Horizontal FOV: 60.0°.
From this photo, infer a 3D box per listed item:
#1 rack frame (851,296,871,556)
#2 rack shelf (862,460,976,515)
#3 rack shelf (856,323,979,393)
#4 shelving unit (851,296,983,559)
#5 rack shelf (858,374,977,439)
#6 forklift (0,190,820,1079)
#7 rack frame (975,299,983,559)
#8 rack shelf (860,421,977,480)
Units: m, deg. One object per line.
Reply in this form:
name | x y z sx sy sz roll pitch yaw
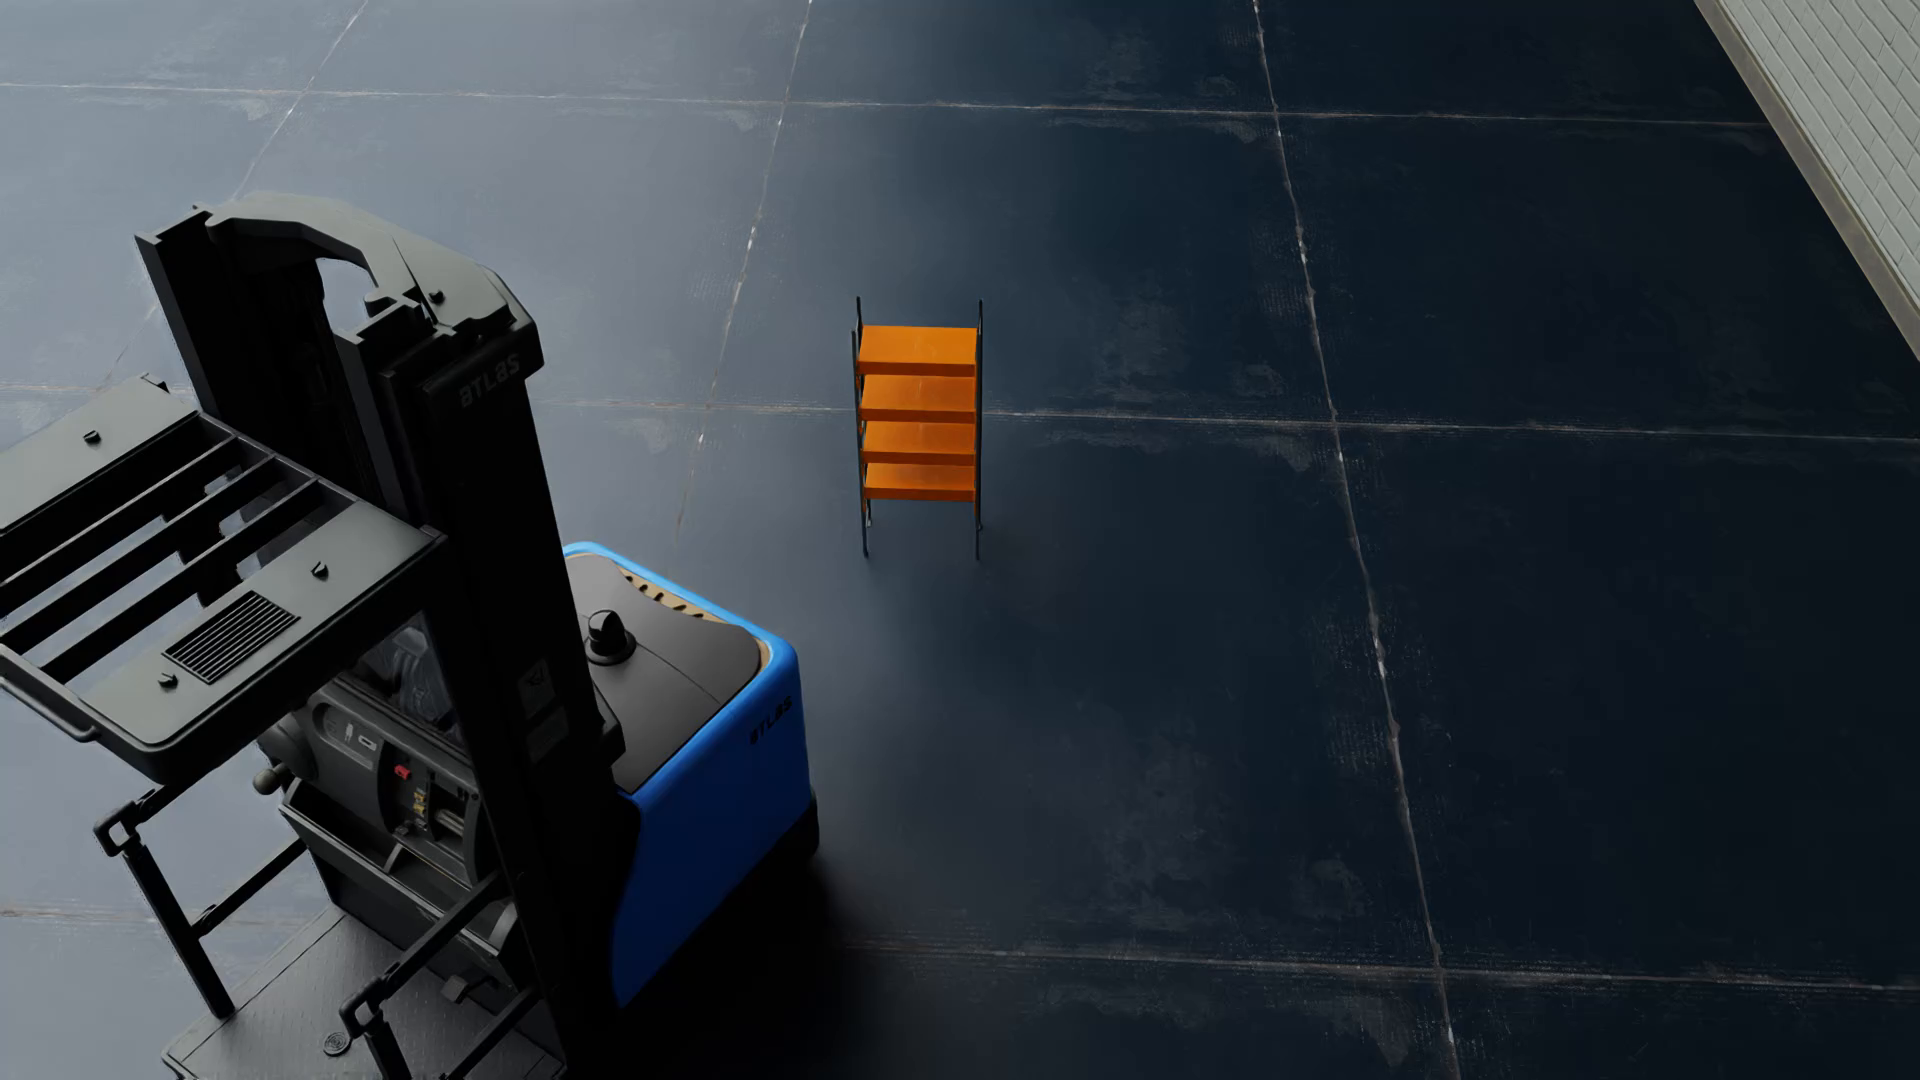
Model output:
rack frame | -0.409 -0.452 6.940 0.015 1.200 0.240 2 43 2
rack shelf | -0.165 -0.250 7.113 0.480 0.148 0.258 2 43 2
rack shelf | -0.165 -0.732 6.664 0.480 0.148 0.258 2 43 2
shelving unit | -0.165 -0.444 6.932 0.503 1.200 0.258 2 43 2
rack shelf | -0.165 -0.559 6.825 0.480 0.148 0.258 2 43 2
forklift | -1.754 0.709 4.424 1.130 2.935 3.031 25 48 24
rack frame | 0.078 -0.437 6.924 0.015 1.200 0.240 2 43 2
rack shelf | -0.165 -0.395 6.978 0.480 0.148 0.258 2 43 2
